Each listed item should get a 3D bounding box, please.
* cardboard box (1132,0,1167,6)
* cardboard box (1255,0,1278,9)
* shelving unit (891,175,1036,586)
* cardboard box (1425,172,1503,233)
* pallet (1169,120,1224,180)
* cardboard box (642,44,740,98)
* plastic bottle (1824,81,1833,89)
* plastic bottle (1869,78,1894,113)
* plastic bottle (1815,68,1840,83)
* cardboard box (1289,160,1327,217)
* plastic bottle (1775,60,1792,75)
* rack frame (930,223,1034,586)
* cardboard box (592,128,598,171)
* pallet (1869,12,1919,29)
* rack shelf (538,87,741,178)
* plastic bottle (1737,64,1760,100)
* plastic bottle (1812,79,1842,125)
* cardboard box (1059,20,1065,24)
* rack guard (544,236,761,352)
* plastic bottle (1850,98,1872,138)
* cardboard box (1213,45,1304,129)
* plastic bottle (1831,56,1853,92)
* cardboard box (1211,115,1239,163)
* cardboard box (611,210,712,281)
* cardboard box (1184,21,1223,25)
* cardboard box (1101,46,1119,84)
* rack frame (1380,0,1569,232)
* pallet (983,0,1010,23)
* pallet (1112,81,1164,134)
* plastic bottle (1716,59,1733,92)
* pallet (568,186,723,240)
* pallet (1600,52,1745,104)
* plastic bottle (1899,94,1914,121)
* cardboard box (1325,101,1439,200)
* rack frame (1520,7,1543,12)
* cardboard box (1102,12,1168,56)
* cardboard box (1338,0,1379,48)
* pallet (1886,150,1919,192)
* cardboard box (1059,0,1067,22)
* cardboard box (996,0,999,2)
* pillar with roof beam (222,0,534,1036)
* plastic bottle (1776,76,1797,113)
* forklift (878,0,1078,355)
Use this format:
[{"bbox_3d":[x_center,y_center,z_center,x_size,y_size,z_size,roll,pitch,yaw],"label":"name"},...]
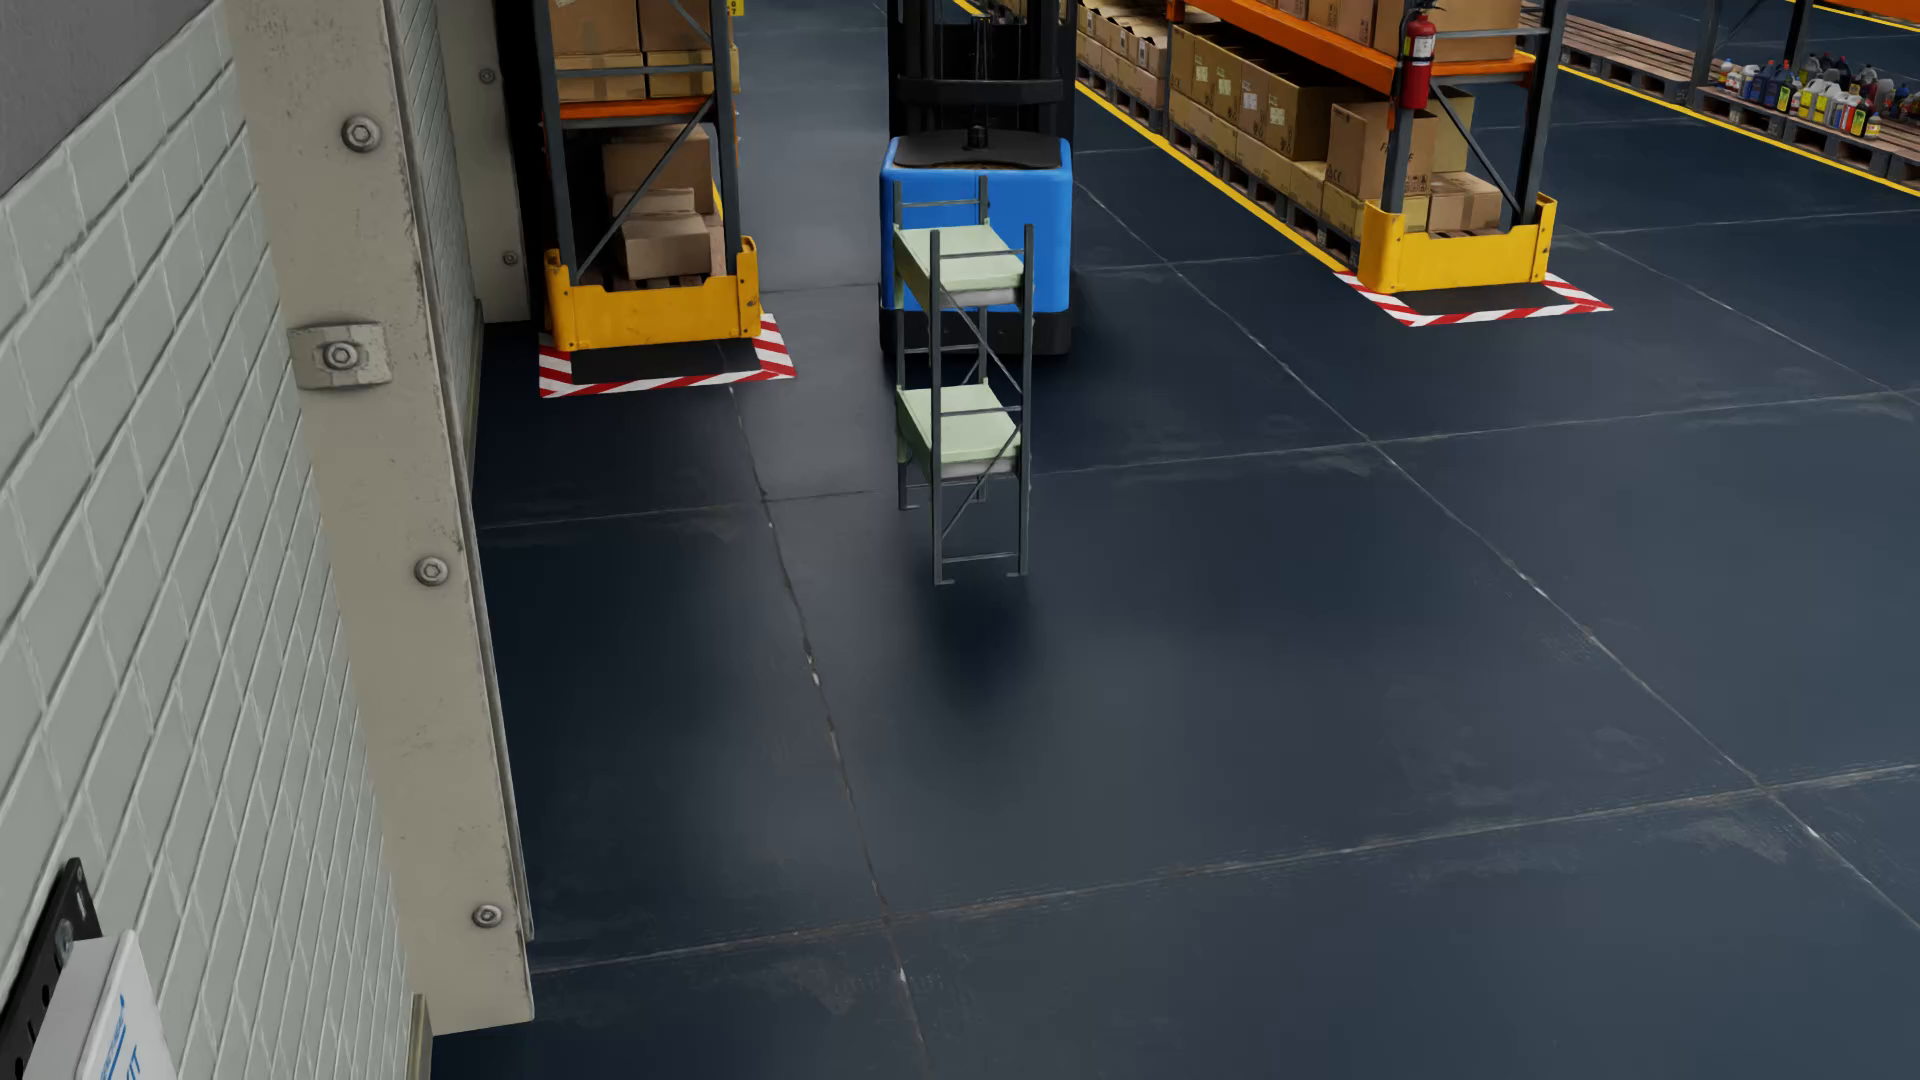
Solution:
[{"bbox_3d":[1.887,-5.066,15.922,0.500,0.311,0.500,-6,27,-12],"label":"cardboard box"},{"bbox_3d":[2.537,-4.153,12.039,0.700,0.500,0.500,-6,27,-11],"label":"cardboard box"},{"bbox_3d":[0.002,-0.667,6.906,0.431,1.500,0.755,-6,27,-12],"label":"shelving unit"},{"bbox_3d":[3.194,-2.216,10.897,0.500,0.250,0.500,-6,27,-12],"label":"cardboard box"},{"bbox_3d":[2.335,-3.156,13.269,1.003,0.211,1.213,-6,27,-12],"label":"pallet"},{"bbox_3d":[-1.528,-2.682,9.379,0.500,0.250,0.500,-7,28,-13],"label":"cardboard box"},{"bbox_3d":[7.078,-3.596,13.580,0.152,0.276,0.135,-6,27,-12],"label":"plastic bottle"},{"bbox_3d":[7.598,-3.685,13.756,0.152,0.276,0.135,-5,27,-11],"label":"plastic bottle"},{"bbox_3d":[7.354,-3.872,14.128,0.152,0.276,0.135,-6,27,-12],"label":"plastic bottle"},{"bbox_3d":[2.565,-2.382,11.226,0.500,0.250,0.500,-6,27,-12],"label":"cardboard box"},{"bbox_3d":[6.941,-3.888,14.075,0.144,0.351,0.185,-6,27,-12],"label":"plastic bottle"},{"bbox_3d":[0.084,-0.506,6.588,0.400,1.500,0.023,-6,27,-12],"label":"rack frame"},{"bbox_3d":[-2.356,-2.879,11.910,0.500,0.500,0.500,-8,28,-15],"label":"cardboard box"},{"bbox_3d":[11.122,-5.927,18.758,1.003,0.211,1.213,-6,27,-12],"label":"pallet"},{"bbox_3d":[-2.178,-3.050,10.763,1.077,0.370,4.000,-6,27,-12],"label":"rack shelf"},{"bbox_3d":[6.767,-3.913,14.207,0.152,0.276,0.135,-5,27,-10],"label":"plastic bottle"},{"bbox_3d":[6.981,-3.522,13.350,0.144,0.351,0.185,-5,27,-9],"label":"plastic bottle"},{"bbox_3d":[1.241,-4.990,16.393,0.500,0.250,0.500,-7,28,-13],"label":"cardboard box"},{"bbox_3d":[-1.745,-1.411,9.491,1.175,0.500,0.348,-6,27,-12],"label":"rack guard"},{"bbox_3d":[7.039,-3.295,12.975,0.061,0.283,0.133,-5,27,-10],"label":"plastic bottle"},{"bbox_3d":[2.221,-3.375,12.360,0.500,0.500,0.500,-6,27,-12],"label":"cardboard box"},{"bbox_3d":[7.492,-3.932,14.162,0.144,0.351,0.185,-7,28,-14],"label":"plastic bottle"},{"bbox_3d":[2.221,-3.040,12.529,0.500,0.250,0.500,-6,27,-12],"label":"cardboard box"},{"bbox_3d":[-1.796,-1.803,9.988,0.500,0.311,0.500,-9,28,-17],"label":"cardboard box"},{"bbox_3d":[2.238,-4.392,14.585,0.500,0.311,0.500,-6,27,-12],"label":"cardboard box"},{"bbox_3d":[1.592,-4.314,15.053,0.500,0.250,0.500,-5,27,-10],"label":"cardboard box"},{"bbox_3d":[3.098,-2.998,9.861,1.000,3.000,0.127,-6,27,-12],"label":"rack frame"},{"bbox_3d":[0.892,-6.131,19.164,1.003,0.211,1.213,-6,27,-12],"label":"pallet"},{"bbox_3d":[1.992,-3.829,14.602,1.003,0.211,1.213,-6,27,-12],"label":"pallet"},{"bbox_3d":[6.668,-4.050,14.484,0.097,0.271,0.097,0,27,0],"label":"plastic bottle"},{"bbox_3d":[-2.165,-2.177,11.329,1.003,0.211,1.213,-6,27,-12],"label":"pallet"},{"bbox_3d":[6.808,-4.352,15.637,1.003,0.211,1.213,-6,27,-12],"label":"pallet"},{"bbox_3d":[7.697,-3.512,13.497,0.097,0.201,0.097,0,27,0],"label":"plastic bottle"},{"bbox_3d":[2.687,-2.498,10.624,0.500,0.500,0.500,-6,27,-12],"label":"cardboard box"},{"bbox_3d":[6.122,-7.012,17.813,1.000,3.000,0.127,-6,27,-12],"label":"rack frame"},{"bbox_3d":[1.592,-4.560,14.919,0.500,0.311,0.500,-6,27,-12],"label":"cardboard box"},{"bbox_3d":[2.882,-3.479,10.703,0.700,0.500,0.500,-5,27,-10],"label":"cardboard box"},{"bbox_3d":[7.684,-2.641,12.247,1.003,0.211,1.213,-6,27,-12],"label":"pallet"},{"bbox_3d":[1.253,-5.231,16.248,0.500,0.311,0.500,-7,28,-13],"label":"cardboard box"},{"bbox_3d":[0.615,-6.434,18.955,0.500,0.500,0.500,-7,28,-14],"label":"cardboard box"},{"bbox_3d":[2.818,-3.194,3.592,9.100,9.000,0.400,-6,27,-12],"label":"pillar with roof beam"},{"bbox_3d":[6.840,-3.683,13.745,0.061,0.283,0.133,-5,27,-9],"label":"plastic bottle"},{"bbox_3d":[0.137,-2.943,9.828,1.130,2.935,3.031,1,27,2],"label":"forklift"}]
